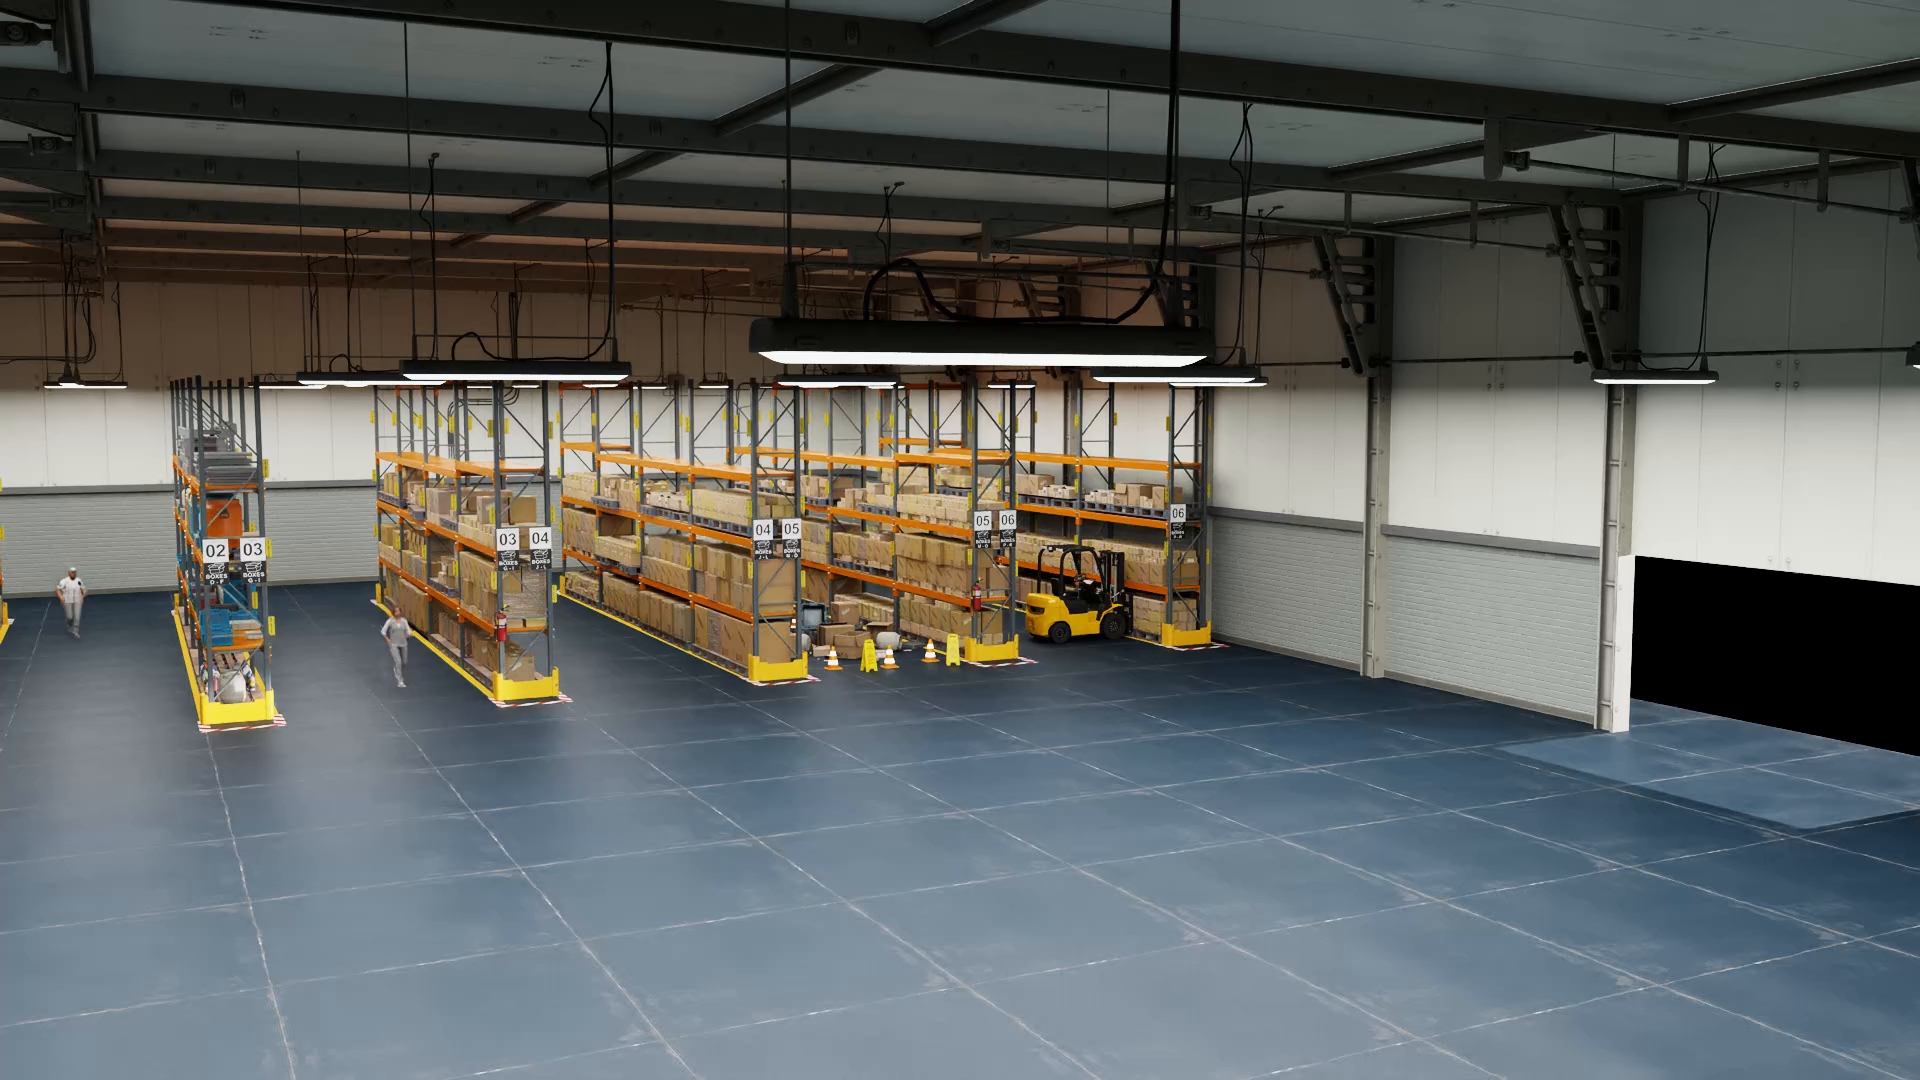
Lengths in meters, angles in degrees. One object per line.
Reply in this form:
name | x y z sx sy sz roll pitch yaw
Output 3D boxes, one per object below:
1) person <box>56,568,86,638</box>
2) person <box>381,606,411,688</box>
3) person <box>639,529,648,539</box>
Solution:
person | -20.729 1.467 38.852 0.610 1.635 0.515 -4 7 -41
person | -10.965 2.061 32.389 0.547 1.564 0.768 -4 6 -35
person | -9.428 0.462 49.679 0.841 1.677 0.585 -2 5 -19
